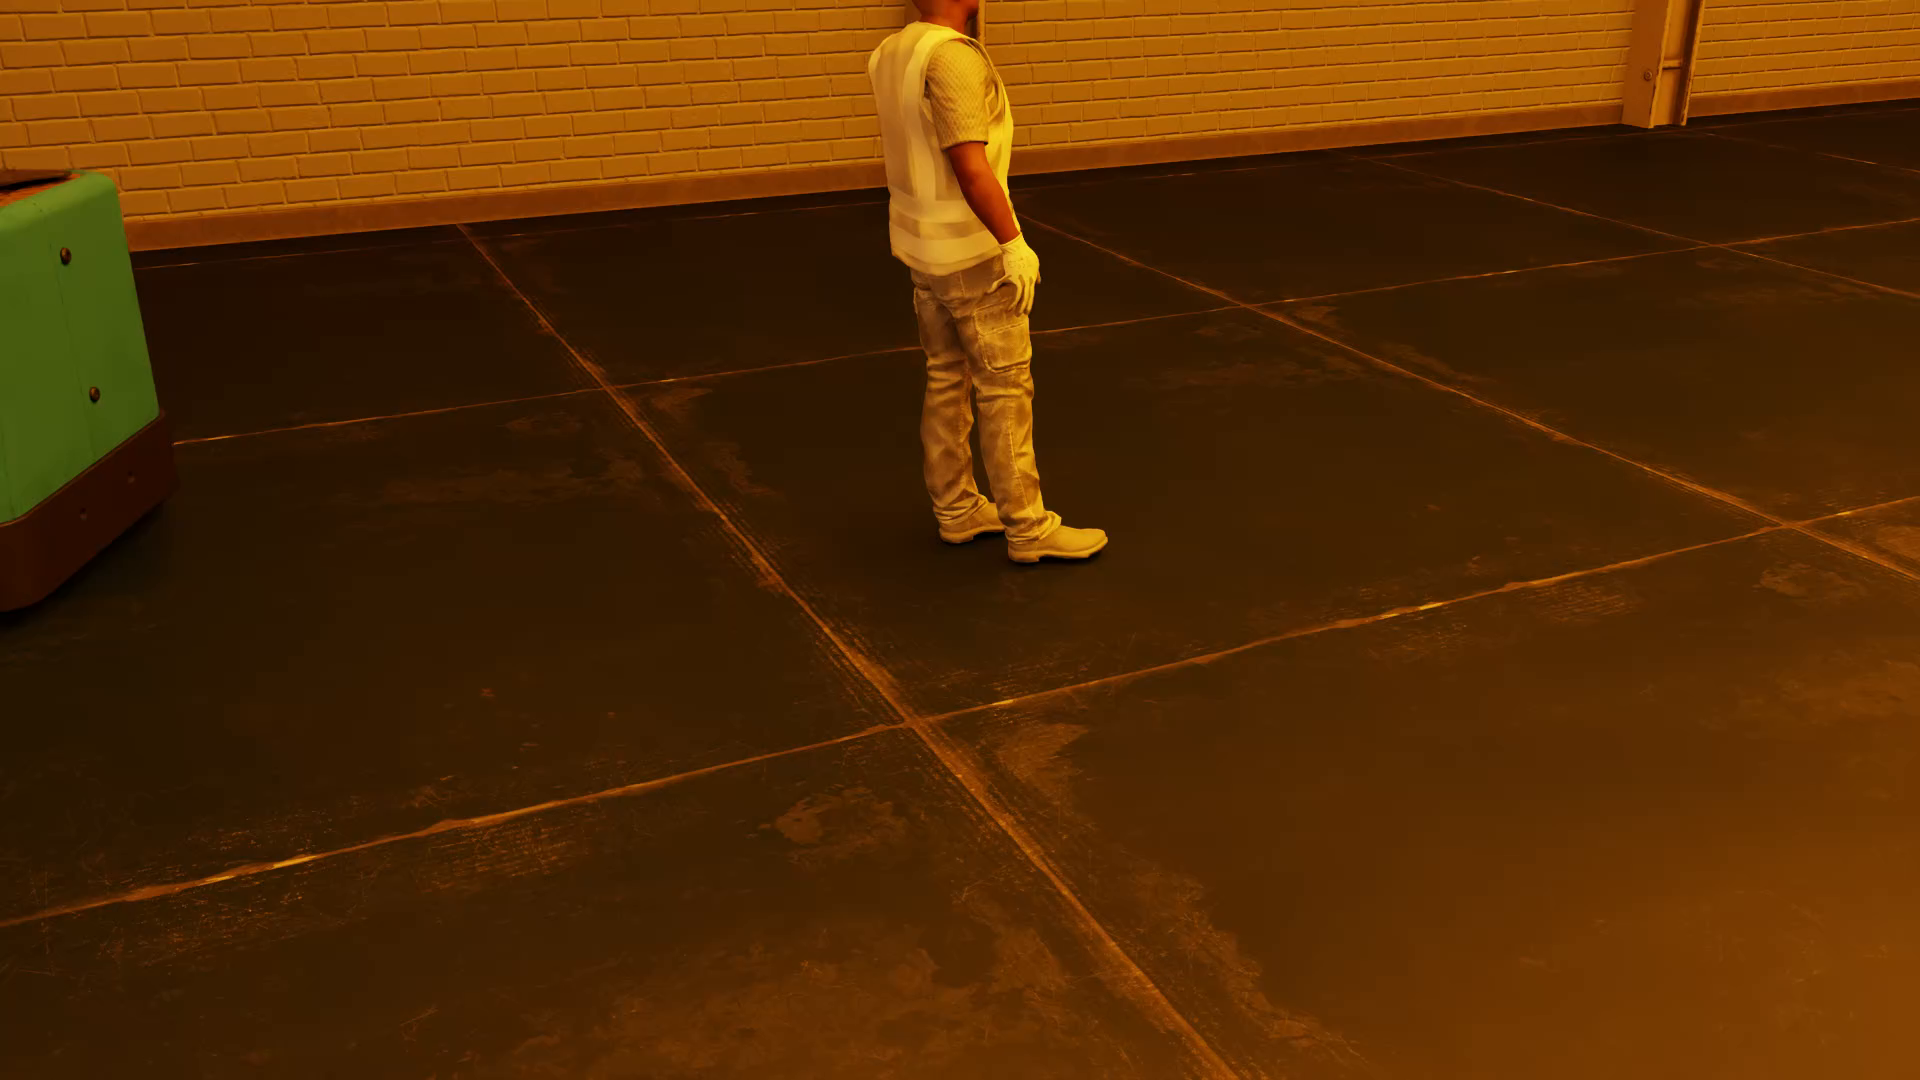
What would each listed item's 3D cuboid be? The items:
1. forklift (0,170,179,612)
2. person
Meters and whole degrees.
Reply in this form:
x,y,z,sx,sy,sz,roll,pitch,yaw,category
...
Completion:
x,y,z,sx,sy,sz,roll,pitch,yaw,category
-4.016,-1.285,4.380,3.031,2.935,1.130,0,23,-1,forklift
0.069,-0.839,4.783,0.575,1.785,0.657,-10,25,-23,person
